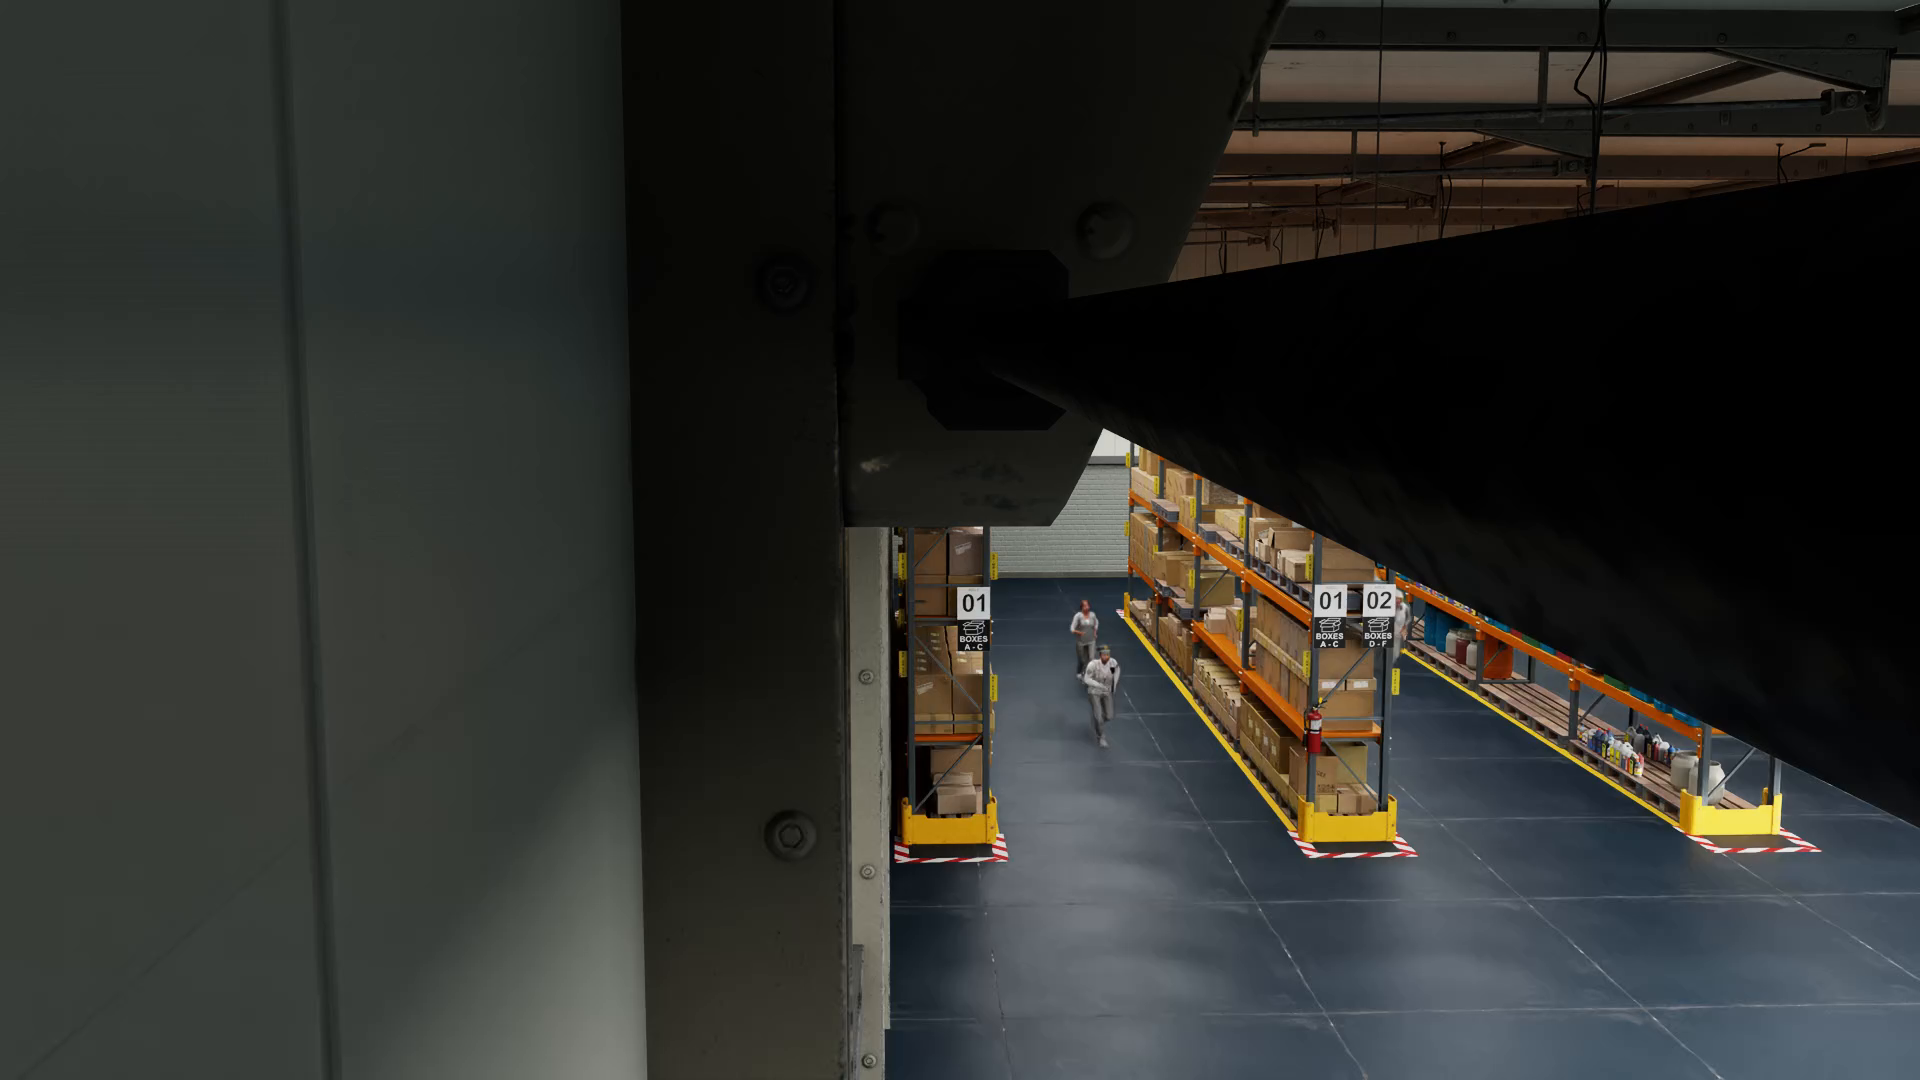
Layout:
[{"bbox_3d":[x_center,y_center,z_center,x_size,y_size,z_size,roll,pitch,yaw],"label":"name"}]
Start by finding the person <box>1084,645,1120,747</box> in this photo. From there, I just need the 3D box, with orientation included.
[{"bbox_3d":[2.159,2.341,25.090,0.604,1.616,0.653,-1,7,-8],"label":"person"}]

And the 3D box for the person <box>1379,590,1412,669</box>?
[{"bbox_3d":[7.726,1.700,29.770,0.651,1.708,0.761,-1,7,-4],"label":"person"}]

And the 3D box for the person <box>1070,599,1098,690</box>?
[{"bbox_3d":[2.178,1.822,28.990,0.537,1.609,0.875,-1,7,-8],"label":"person"}]
